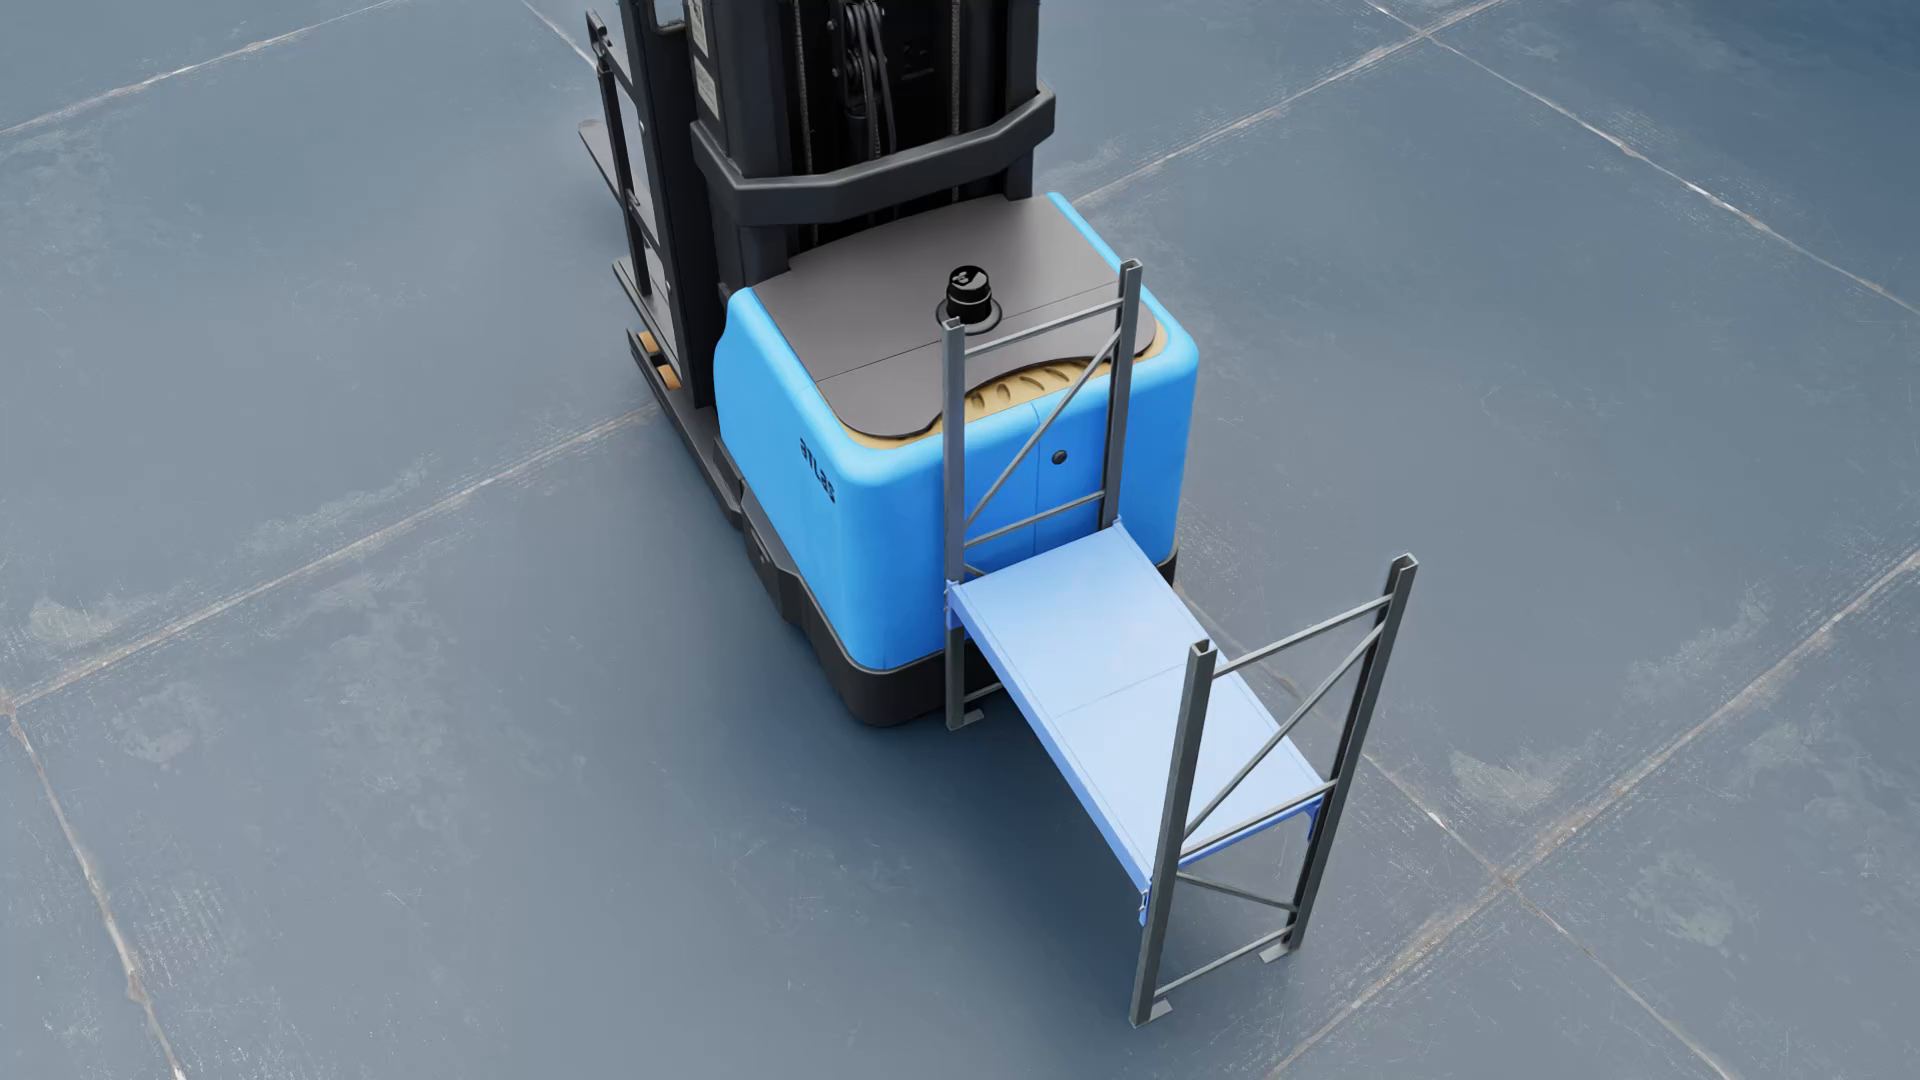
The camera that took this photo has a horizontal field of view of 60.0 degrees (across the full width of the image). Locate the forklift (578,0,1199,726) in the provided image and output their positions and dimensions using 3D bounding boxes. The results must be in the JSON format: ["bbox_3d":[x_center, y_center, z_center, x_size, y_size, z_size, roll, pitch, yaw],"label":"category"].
[{"bbox_3d":[-0.484,-1.561,4.686,1.130,2.935,3.031,-21,51,-18],"label":"forklift"}]

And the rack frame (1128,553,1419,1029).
[{"bbox_3d":[0.651,0.622,3.674,0.500,1.500,0.032,-21,51,-18],"label":"rack frame"}]

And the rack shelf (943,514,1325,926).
[{"bbox_3d":[0.420,0.407,4.111,0.538,0.185,1.000,-21,51,-18],"label":"rack shelf"}]

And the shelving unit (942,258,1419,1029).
[{"bbox_3d":[0.420,0.286,3.978,0.538,1.500,1.048,-21,51,-18],"label":"shelving unit"}]

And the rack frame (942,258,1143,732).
[{"bbox_3d":[0.189,-0.049,4.282,0.500,1.500,0.032,-21,51,-18],"label":"rack frame"}]
